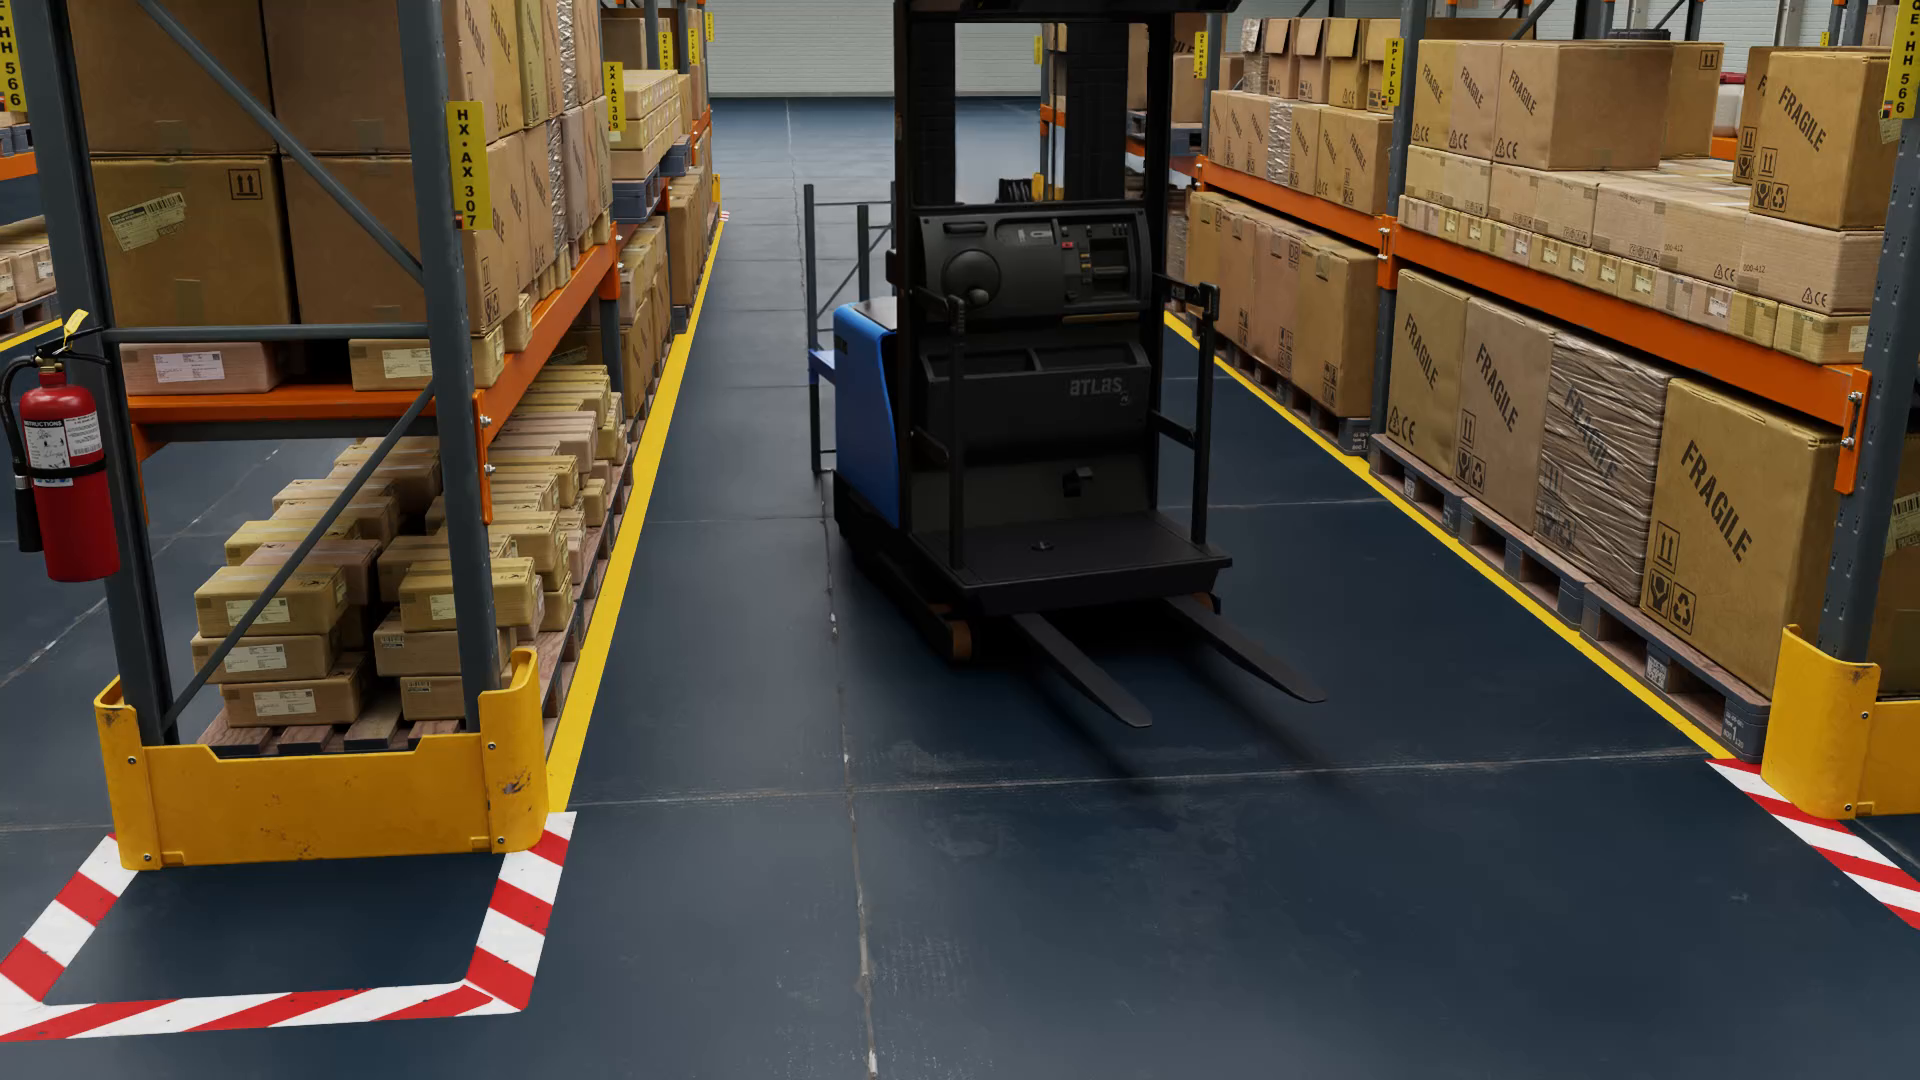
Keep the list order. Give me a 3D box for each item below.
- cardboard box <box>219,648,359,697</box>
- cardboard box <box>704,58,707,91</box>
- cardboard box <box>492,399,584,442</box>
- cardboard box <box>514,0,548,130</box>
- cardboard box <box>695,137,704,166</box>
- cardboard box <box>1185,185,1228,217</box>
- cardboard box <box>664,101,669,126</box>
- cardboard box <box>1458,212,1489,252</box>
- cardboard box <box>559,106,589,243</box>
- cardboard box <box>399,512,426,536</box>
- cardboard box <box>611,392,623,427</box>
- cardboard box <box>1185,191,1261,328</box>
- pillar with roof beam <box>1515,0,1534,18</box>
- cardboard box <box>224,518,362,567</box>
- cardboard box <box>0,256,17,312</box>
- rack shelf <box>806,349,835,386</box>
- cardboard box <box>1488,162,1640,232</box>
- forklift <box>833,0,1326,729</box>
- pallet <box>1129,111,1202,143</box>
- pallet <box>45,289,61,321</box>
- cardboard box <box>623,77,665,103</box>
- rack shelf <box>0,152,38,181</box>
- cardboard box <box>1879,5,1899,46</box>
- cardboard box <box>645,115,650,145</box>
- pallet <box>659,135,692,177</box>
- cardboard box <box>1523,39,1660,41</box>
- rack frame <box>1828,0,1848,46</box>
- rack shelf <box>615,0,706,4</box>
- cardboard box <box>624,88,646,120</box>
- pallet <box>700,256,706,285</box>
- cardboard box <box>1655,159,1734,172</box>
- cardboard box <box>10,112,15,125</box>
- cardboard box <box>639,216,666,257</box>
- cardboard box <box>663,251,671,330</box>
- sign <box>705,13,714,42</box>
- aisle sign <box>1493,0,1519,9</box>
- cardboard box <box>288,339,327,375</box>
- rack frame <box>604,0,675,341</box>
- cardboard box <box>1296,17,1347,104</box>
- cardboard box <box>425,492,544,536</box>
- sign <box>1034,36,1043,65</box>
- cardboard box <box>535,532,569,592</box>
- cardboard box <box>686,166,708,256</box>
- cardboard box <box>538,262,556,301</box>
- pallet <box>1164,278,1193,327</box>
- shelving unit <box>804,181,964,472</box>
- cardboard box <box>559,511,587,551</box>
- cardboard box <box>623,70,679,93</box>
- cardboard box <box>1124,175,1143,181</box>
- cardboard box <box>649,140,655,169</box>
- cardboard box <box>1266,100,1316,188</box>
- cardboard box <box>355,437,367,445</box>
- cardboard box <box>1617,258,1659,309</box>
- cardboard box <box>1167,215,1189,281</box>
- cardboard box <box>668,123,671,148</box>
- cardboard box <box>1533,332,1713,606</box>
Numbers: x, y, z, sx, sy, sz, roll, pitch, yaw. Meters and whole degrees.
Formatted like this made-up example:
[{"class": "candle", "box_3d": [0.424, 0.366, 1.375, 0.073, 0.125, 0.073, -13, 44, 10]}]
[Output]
[{"class": "cardboard box", "box_3d": [-2.205, 0.395, 5.469, 0.380, 0.149, 0.250, -1, 17, -4]}, {"class": "cardboard box", "box_3d": [-3.383, -5.270, 19.206, 0.875, 0.550, 0.550, -2, 18, -6]}, {"class": "cardboard box", "box_3d": [-1.886, -0.530, 7.423, 0.380, 0.149, 0.250, -1, 17, -4]}, {"class": "cardboard box", "box_3d": [-1.688, -1.655, 5.609, 0.500, 0.500, 0.500, -2, 18, -7]}, {"class": "cardboard box", "box_3d": [-3.146, -3.761, 17.494, 0.875, 0.875, 0.875, -2, 18, -5]}, {"class": "cardboard box", "box_3d": [2.139, -2.779, 13.708, 0.500, 0.250, 0.500, 0, 17, 1]}, {"class": "cardboard box", "box_3d": [-2.002, -2.629, 10.266, 0.380, 0.149, 0.250, -1, 17, -4]}, {"class": "cardboard box", "box_3d": [2.498, -1.402, 7.556, 0.380, 0.149, 0.250, -2, 18, -7]}, {"class": "cardboard box", "box_3d": [-1.796, -1.484, 6.732, 0.500, 0.500, 0.500, -2, 18, -6]}, {"class": "cardboard box", "box_3d": [-2.284, -0.057, 6.413, 0.380, 0.149, 0.250, -1, 17, -3]}, {"class": "cardboard box", "box_3d": [-1.880, -0.631, 8.240, 0.380, 0.149, 0.250, -1, 17, -5]}, {"class": "cardboard box", "box_3d": [2.353, -2.028, 11.975, 1.225, 0.875, 0.875, -3, 18, -8]}, {"class": "pillar with roof beam", "box_3d": [10.433, -15.588, 42.305, 9.100, 9.000, 0.400, -2, 18, -6]}, {"class": "cardboard box", "box_3d": [-2.245, 0.035, 5.622, 0.380, 0.149, 0.250, -2, 18, -7]}, {"class": "cardboard box", "box_3d": [-7.603, -1.857, 12.269, 0.950, 0.372, 0.625, -3, 18, -9]}, {"class": "rack shelf", "box_3d": [-0.384, -0.787, 8.281, 0.538, 0.185, 1.000, -6, 18, -18]}, {"class": "cardboard box", "box_3d": [2.608, -1.476, 7.123, 0.500, 0.250, 0.500, -1, 17, -4]}, {"class": "forklift", "box_3d": [0.369, -1.073, 6.202, 1.130, 2.935, 3.031, -6, 18, -18]}, {"class": "pallet", "box_3d": [2.057, -3.544, 14.279, 1.003, 0.211, 1.213, -2, 18, -6]}, {"class": "pallet", "box_3d": [-7.757, -2.006, 13.716, 1.003, 0.211, 1.213, -2, 18, -6]}, {"class": "cardboard box", "box_3d": [-1.978, -2.694, 9.975, 0.380, 0.149, 0.250, -1, 17, -4]}, {"class": "rack shelf", "box_3d": [-7.761, -2.994, 13.407, 1.077, 0.370, 4.000, -2, 18, -6]}, {"class": "cardboard box", "box_3d": [11.432, -6.091, 19.737, 0.700, 0.500, 0.500, -2, 18, -7]}, {"class": "cardboard box", "box_3d": [-1.841, -2.164, 8.783, 0.380, 0.149, 0.250, -2, 18, -7]}, {"class": "pallet", "box_3d": [-2.462, -2.624, 11.347, 1.213, 0.211, 1.003, -2, 18, -6]}, {"class": "cardboard box", "box_3d": [3.028, -2.155, 8.036, 0.500, 0.500, 0.500, -1, 17, -4]}, {"class": "rack frame", "box_3d": [11.331, -5.736, 20.939, 1.000, 3.000, 0.127, -2, 18, -6]}, {"class": "rack shelf", "box_3d": [-3.260, -5.800, 17.336, 1.077, 0.370, 4.000, -2, 18, -6]}, {"class": "cardboard box", "box_3d": [-1.812, -2.229, 8.493, 0.380, 0.149, 0.250, -1, 17, -3]}, {"class": "pallet", "box_3d": [-2.900, -2.558, 15.473, 1.003, 0.211, 1.213, -2, 18, -6]}, {"class": "cardboard box", "box_3d": [3.130, -1.496, 7.190, 0.500, 0.250, 0.500, -1, 17, -5]}, {"class": "cardboard box", "box_3d": [-7.492, -3.245, 12.722, 0.380, 0.149, 0.250, -1, 17, -2]}, {"class": "cardboard box", "box_3d": [-2.310, -2.094, 11.560, 0.500, 0.250, 0.500, -2, 18, -7]}, {"class": "cardboard box", "box_3d": [-2.314, -1.744, 11.697, 0.500, 0.500, 0.500, -2, 18, -6]}, {"class": "sign", "box_3d": [-2.926, -5.986, 19.407, 0.100, 0.325, 0.005, -2, 18, -6]}, {"class": "aisle sign", "box_3d": [6.692, -6.855, 20.164, 0.394, 0.787, 0.004, -2, 18, -6]}, {"class": "cardboard box", "box_3d": [-2.119, -0.585, 4.951, 0.380, 0.149, 0.250, -2, 18, -6]}, {"class": "rack frame", "box_3d": [-2.642, -2.924, 11.984, 1.000, 3.000, 0.127, -2, 18, -6]}, {"class": "cardboard box", "box_3d": [2.502, -2.962, 10.261, 0.797, 0.503, 0.637, -1, 17, -4]}, {"class": "cardboard box", "box_3d": [-1.687, -0.060, 5.926, 0.380, 0.149, 0.250, -3, 18, -8]}, {"class": "sign", "box_3d": [0.938, -5.827, 19.785, 0.100, 0.325, 0.005, -2, 18, -6]}, {"class": "cardboard box", "box_3d": [-1.619, 0.080, 5.977, 0.380, 0.149, 0.250, -1, 17, -4]}, {"class": "cardboard box", "box_3d": [-2.901, -3.061, 15.474, 1.050, 0.750, 0.750, -2, 18, -6]}, {"class": "cardboard box", "box_3d": [-1.735, -0.991, 6.245, 0.380, 0.149, 0.250, -1, 17, -4]}, {"class": "pallet", "box_3d": [2.223, -1.950, 13.536, 1.003, 0.211, 1.213, -2, 18, -6]}, {"class": "shelving unit", "box_3d": [-0.384, -0.959, 8.227, 0.538, 1.500, 1.048, -6, 18, -18]}, {"class": "cardboard box", "box_3d": [-1.725, -0.007, 6.752, 0.380, 0.149, 0.250, -2, 18, -6]}, {"class": "cardboard box", "box_3d": [-2.135, -3.157, 11.450, 0.380, 0.149, 0.250, -2, 18, -8]}, {"class": "cardboard box", "box_3d": [1.822, -3.538, 17.410, 0.500, 0.500, 0.500, 4, 18, 12]}, {"class": "cardboard box", "box_3d": [-1.868, -2.102, 9.082, 0.380, 0.149, 0.250, -2, 18, -5]}, {"class": "cardboard box", "box_3d": [2.243, -2.487, 10.423, 0.500, 0.500, 0.500, -2, 18, -5]}, {"class": "cardboard box", "box_3d": [-2.360, -0.435, 7.118, 0.380, 0.149, 0.250, -1, 17, -4]}, {"class": "cardboard box", "box_3d": [2.656, -0.944, 6.096, 0.380, 0.149, 0.250, -2, 18, -7]}, {"class": "cardboard box", "box_3d": [2.143, -2.429, 13.844, 0.700, 0.500, 0.500, -3, 18, -10]}, {"class": "cardboard box", "box_3d": [-2.031, -2.567, 10.564, 0.380, 0.149, 0.250, -3, 18, -8]}, {"class": "cardboard box", "box_3d": [2.888, -0.310, 6.503, 0.875, 0.875, 0.875, -2, 18, -6]}]
